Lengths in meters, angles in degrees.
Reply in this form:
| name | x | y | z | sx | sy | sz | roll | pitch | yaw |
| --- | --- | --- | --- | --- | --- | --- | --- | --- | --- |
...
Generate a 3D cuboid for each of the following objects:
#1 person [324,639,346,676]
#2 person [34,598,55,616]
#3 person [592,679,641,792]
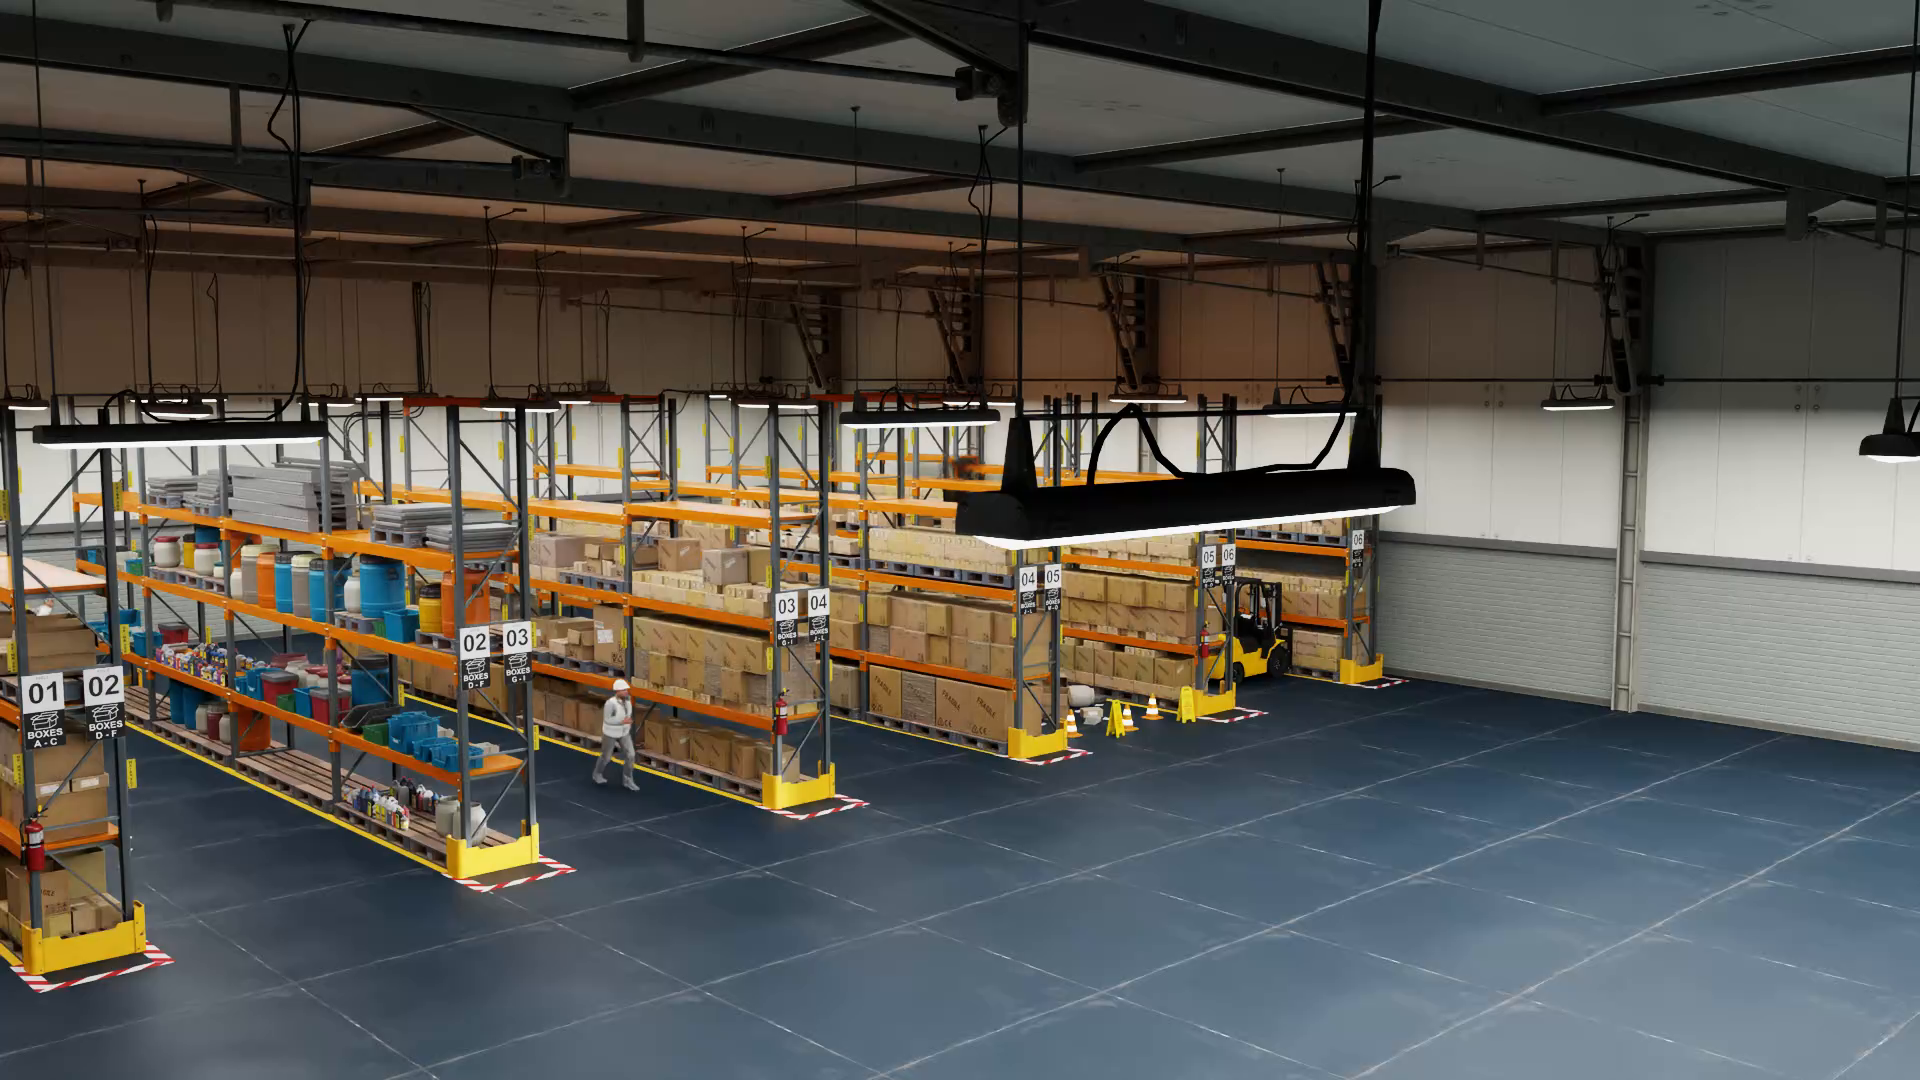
| name | x | y | z | sx | sy | sz | roll | pitch | yaw |
| --- | --- | --- | --- | --- | --- | --- | --- | --- | --- |
| person | -11.902 | 2.541 | 31.626 | 0.793 | 1.478 | 0.542 | 4 | 7 | 34 |
| person | -19.662 | 2.056 | 35.474 | 1.092 | 1.776 | 0.668 | -3 | 6 | -29 |
| person | -5.308 | 2.988 | 25.637 | 0.975 | 1.747 | 0.651 | 5 | 7 | 40 |
